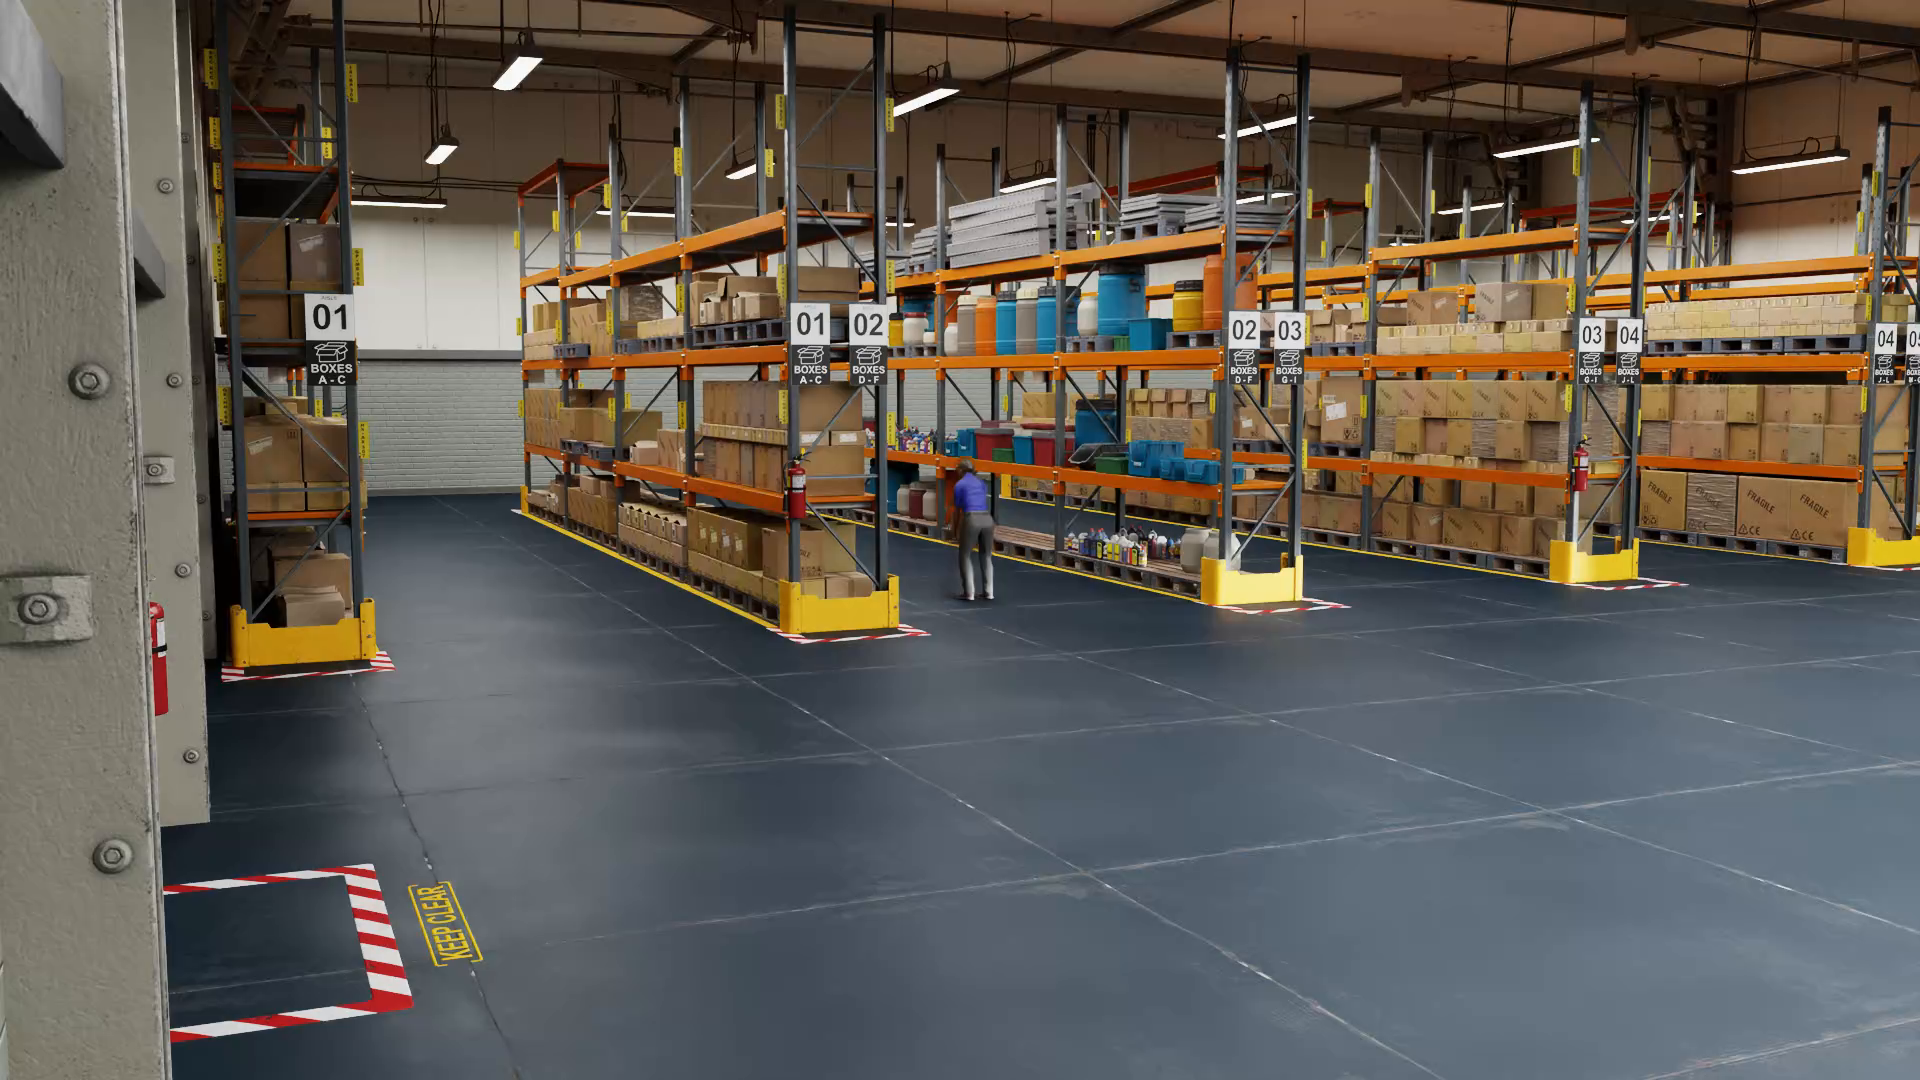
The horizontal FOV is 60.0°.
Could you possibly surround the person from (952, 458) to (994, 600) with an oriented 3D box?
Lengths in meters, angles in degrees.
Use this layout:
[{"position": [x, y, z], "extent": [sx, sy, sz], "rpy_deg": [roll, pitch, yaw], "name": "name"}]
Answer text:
[{"position": [0.136, -0.124, 18.728], "extent": [0.410, 1.590, 0.557], "rpy_deg": [-3, 6, -25], "name": "person"}]
